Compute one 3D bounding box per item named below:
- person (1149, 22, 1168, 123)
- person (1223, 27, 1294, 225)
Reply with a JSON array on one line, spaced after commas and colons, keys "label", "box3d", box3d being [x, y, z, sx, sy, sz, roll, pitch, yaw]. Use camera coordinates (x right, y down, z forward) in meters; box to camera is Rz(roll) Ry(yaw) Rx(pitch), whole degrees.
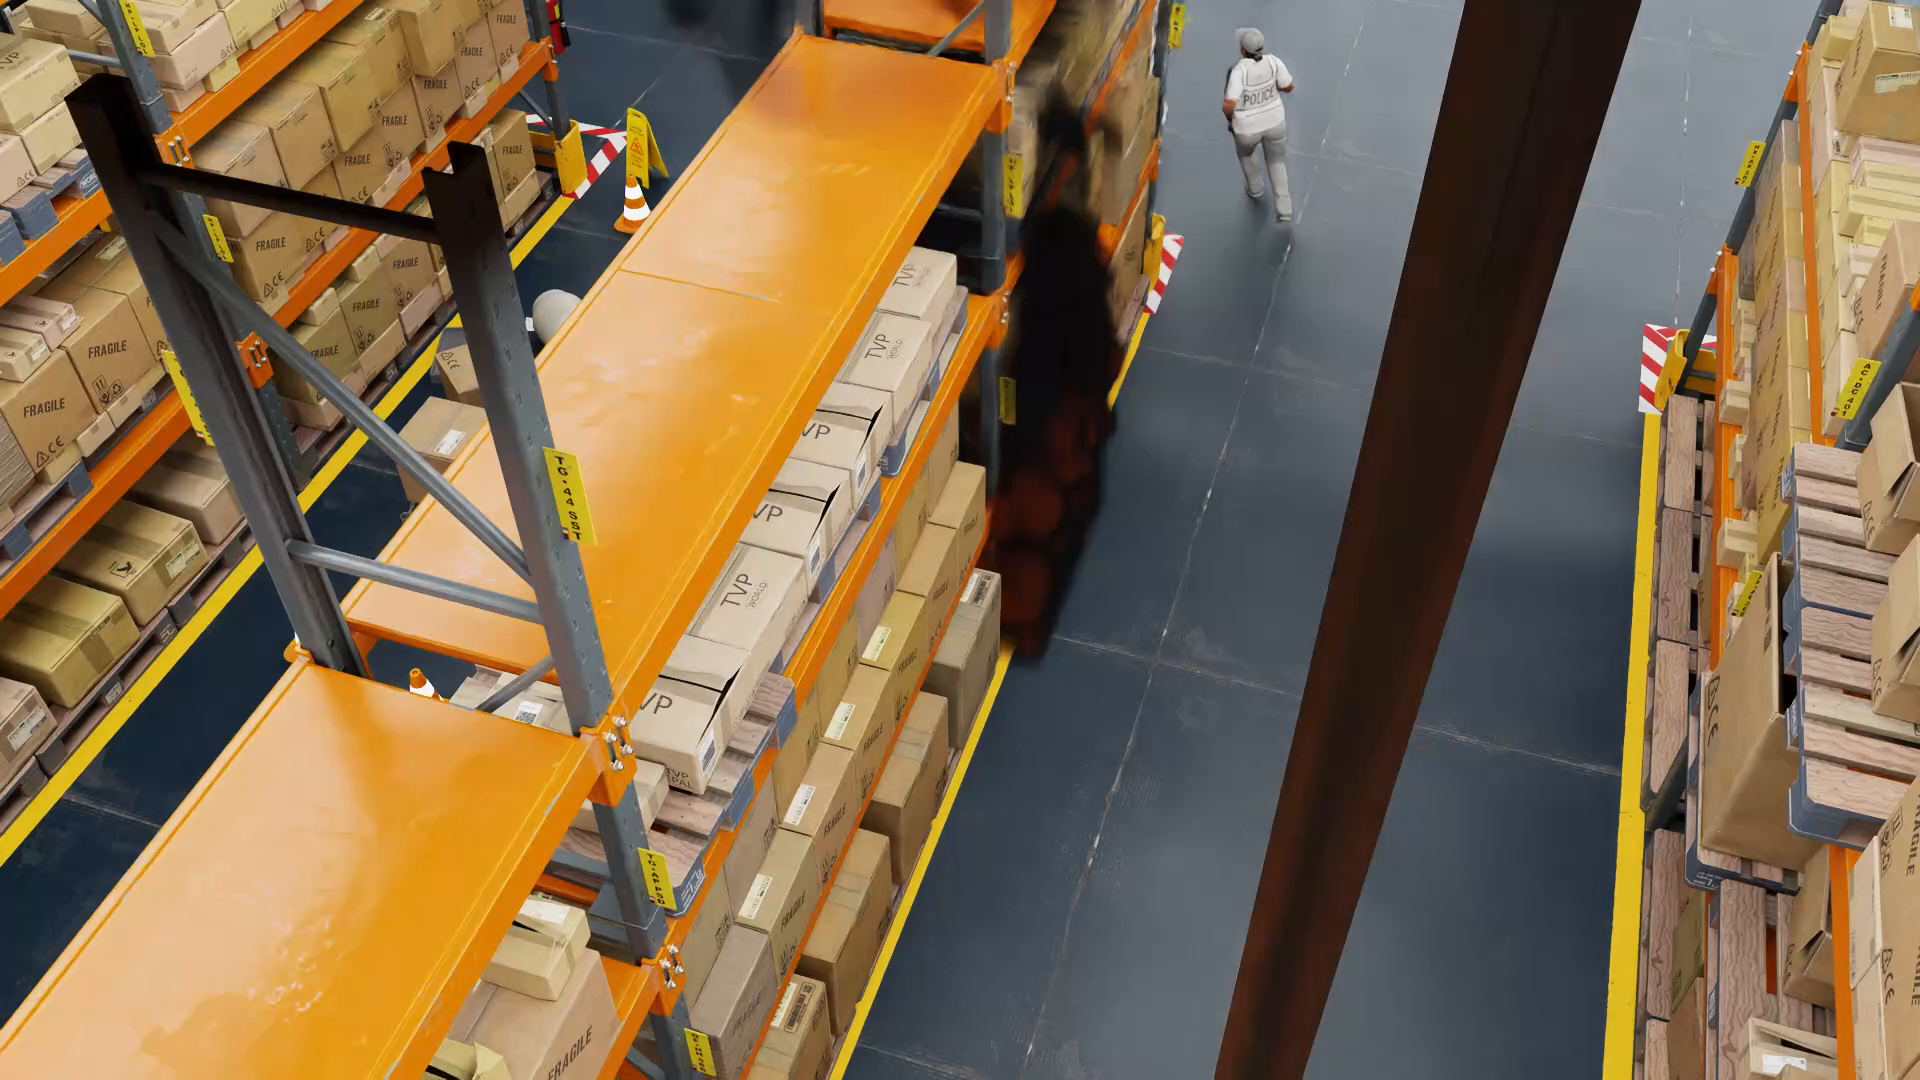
[{"label": "person", "box3d": [1.453, -4.351, 14.149, 0.729, 1.836, 0.993, -14, 47, -14]}, {"label": "person", "box3d": [2.320, -3.262, 13.184, 0.643, 1.655, 0.883, -6, 46, -5]}]
